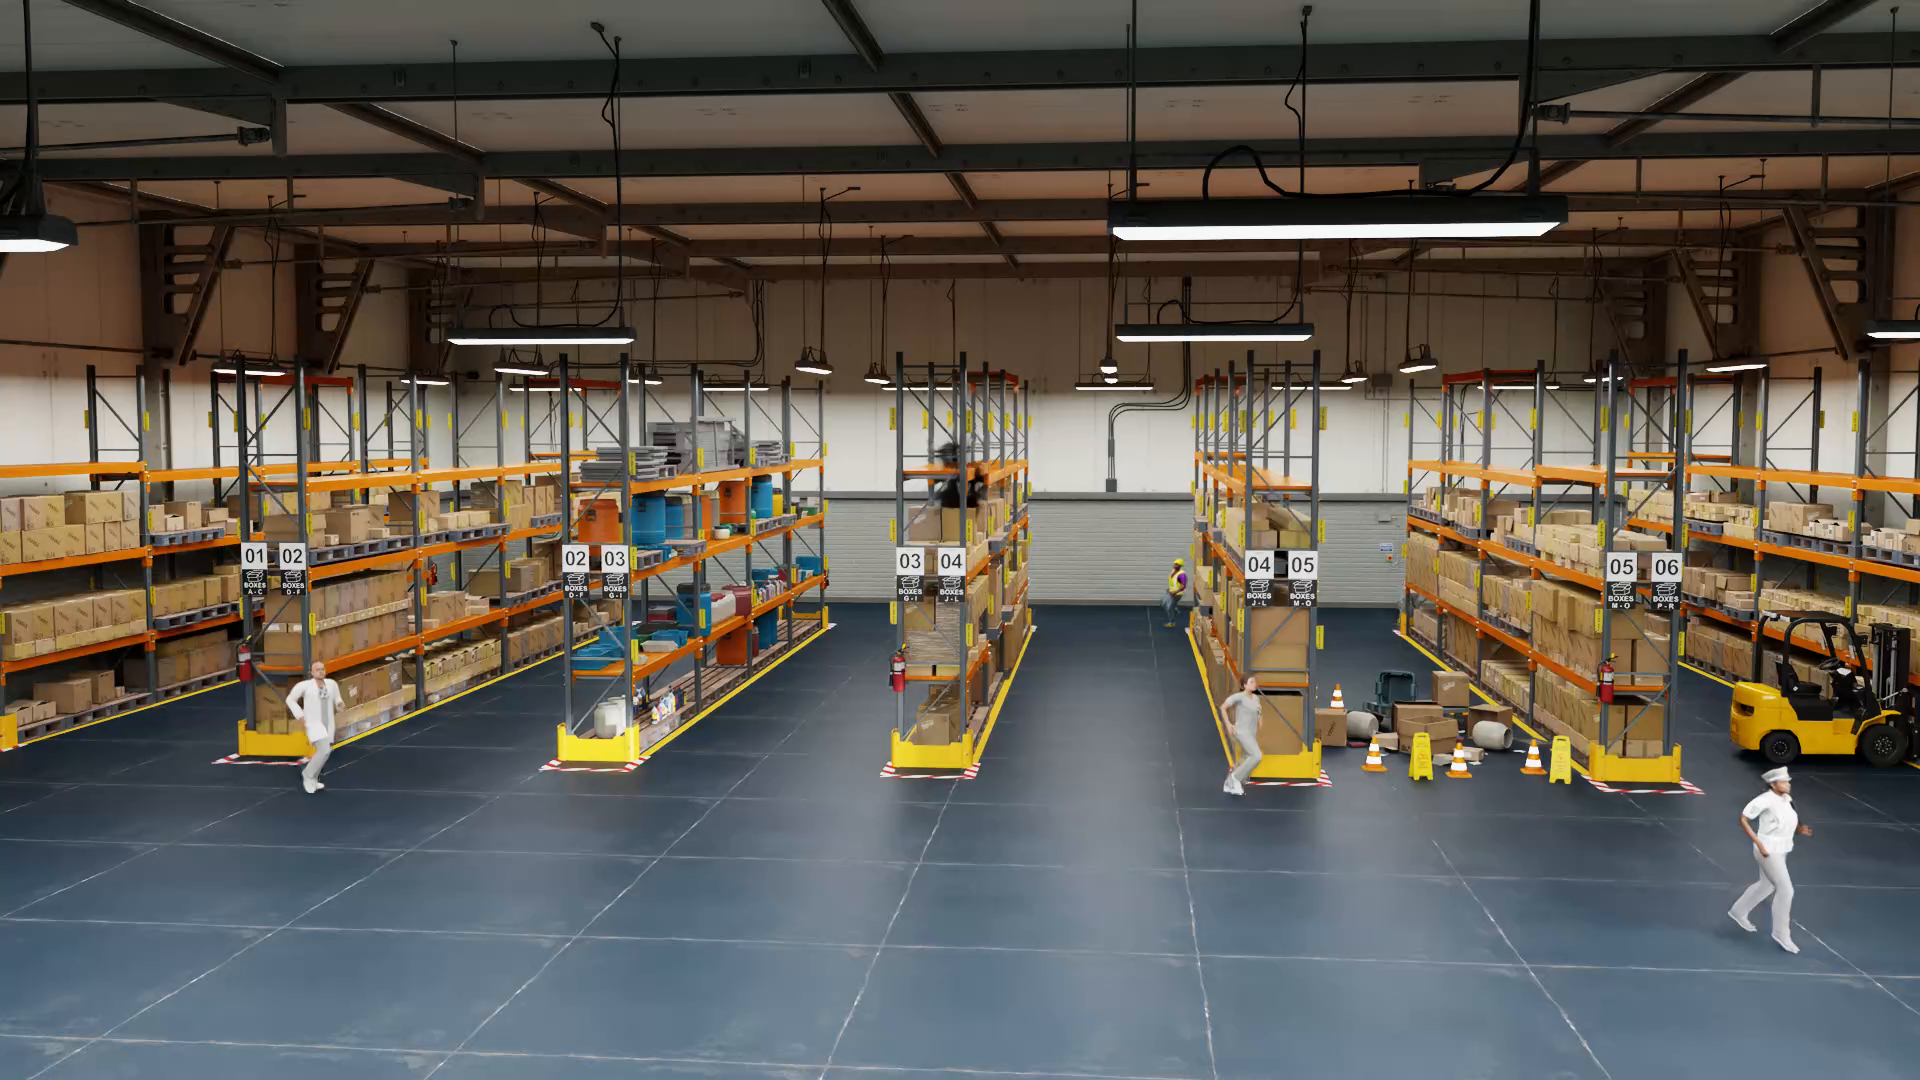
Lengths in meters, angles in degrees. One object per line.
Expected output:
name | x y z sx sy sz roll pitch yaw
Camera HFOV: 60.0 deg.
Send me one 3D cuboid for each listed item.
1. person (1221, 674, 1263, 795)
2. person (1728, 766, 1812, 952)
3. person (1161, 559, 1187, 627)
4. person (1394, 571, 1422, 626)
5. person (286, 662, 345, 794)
person | 3.830 2.606 22.254 0.594 1.590 0.578 3 5 41
person | 7.788 3.021 16.013 0.570 1.747 0.762 -3 5 -39
person | 5.200 1.289 40.384 0.530 1.693 0.747 -2 4 -25
person | 10.909 1.237 40.396 0.797 1.788 0.752 3 5 33
person | -8.629 2.531 22.470 0.731 1.777 0.677 3 5 35
